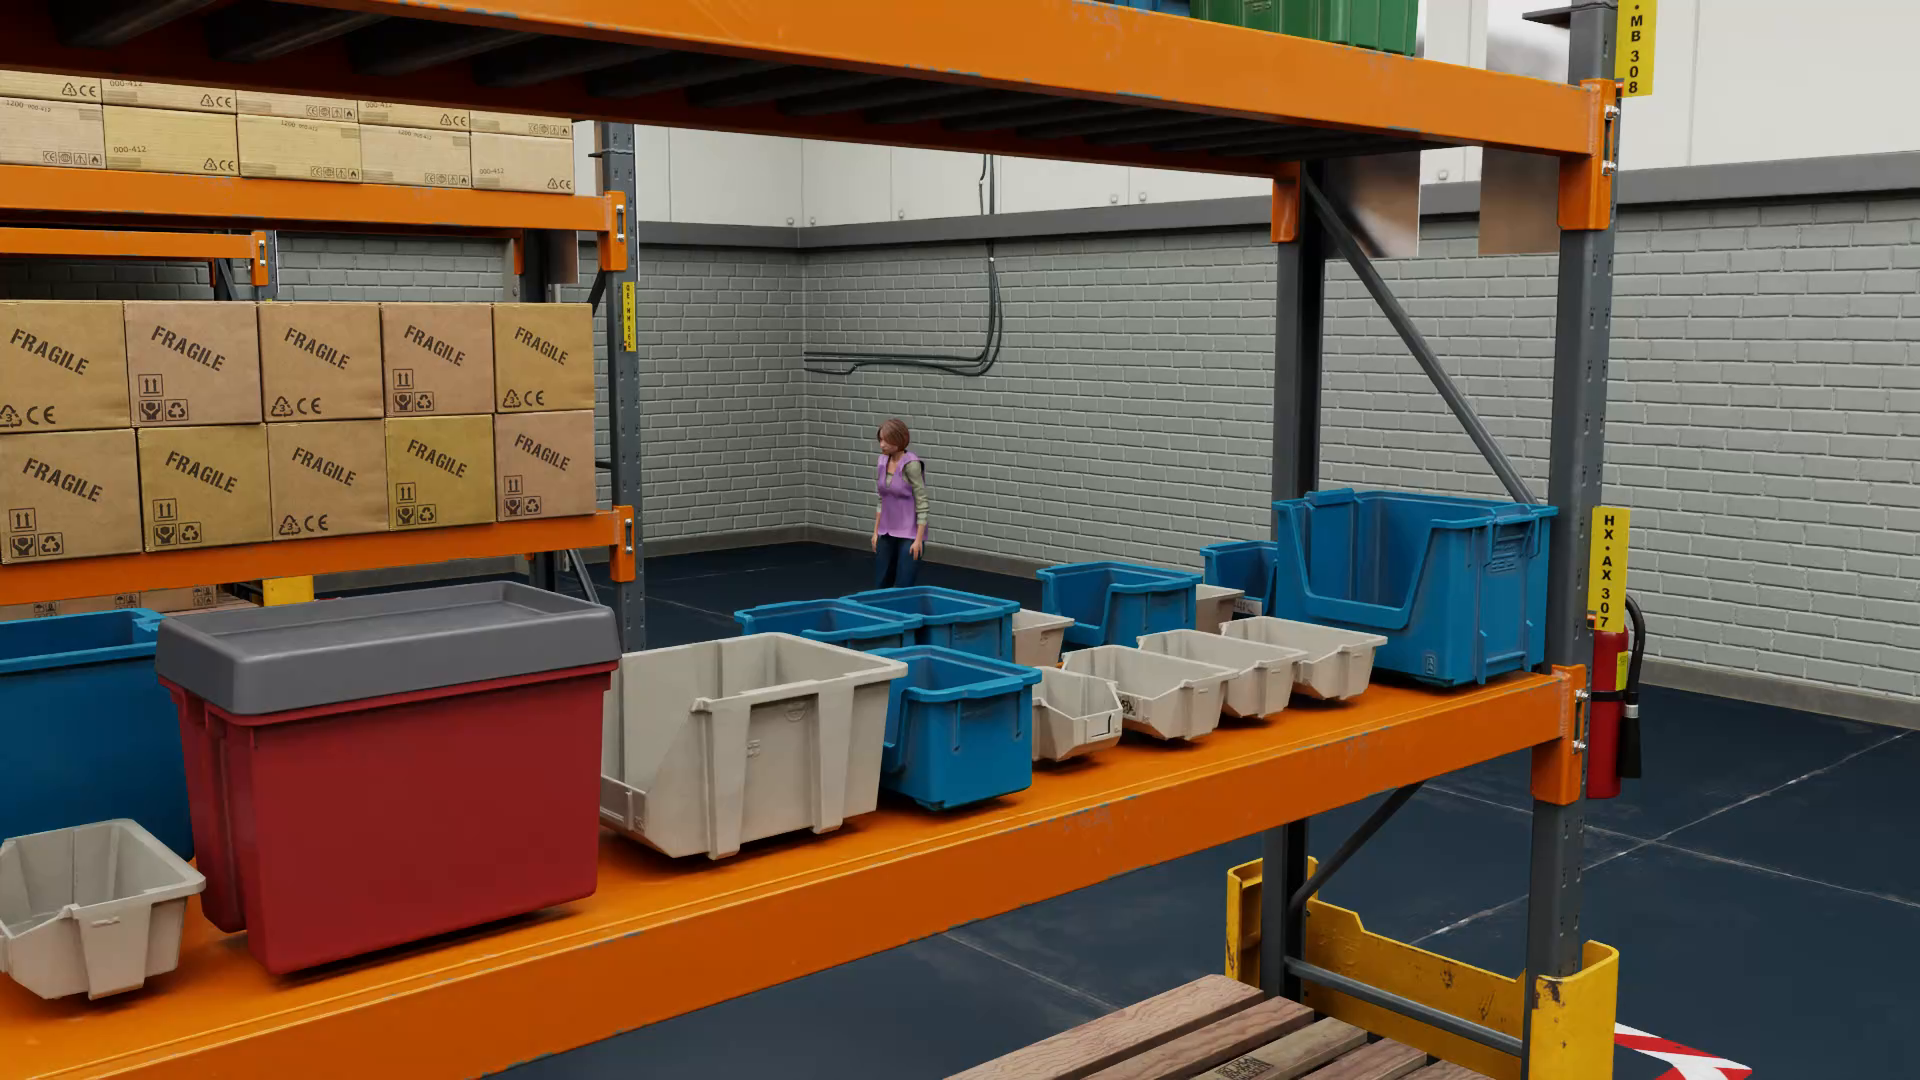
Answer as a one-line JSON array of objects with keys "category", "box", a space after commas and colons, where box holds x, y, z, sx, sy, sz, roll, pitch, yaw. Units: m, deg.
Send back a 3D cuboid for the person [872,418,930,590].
[{"category": "person", "box": [-0.398, 0.003, 10.824, 0.348, 1.590, 0.471, -7, 11, -43]}]
